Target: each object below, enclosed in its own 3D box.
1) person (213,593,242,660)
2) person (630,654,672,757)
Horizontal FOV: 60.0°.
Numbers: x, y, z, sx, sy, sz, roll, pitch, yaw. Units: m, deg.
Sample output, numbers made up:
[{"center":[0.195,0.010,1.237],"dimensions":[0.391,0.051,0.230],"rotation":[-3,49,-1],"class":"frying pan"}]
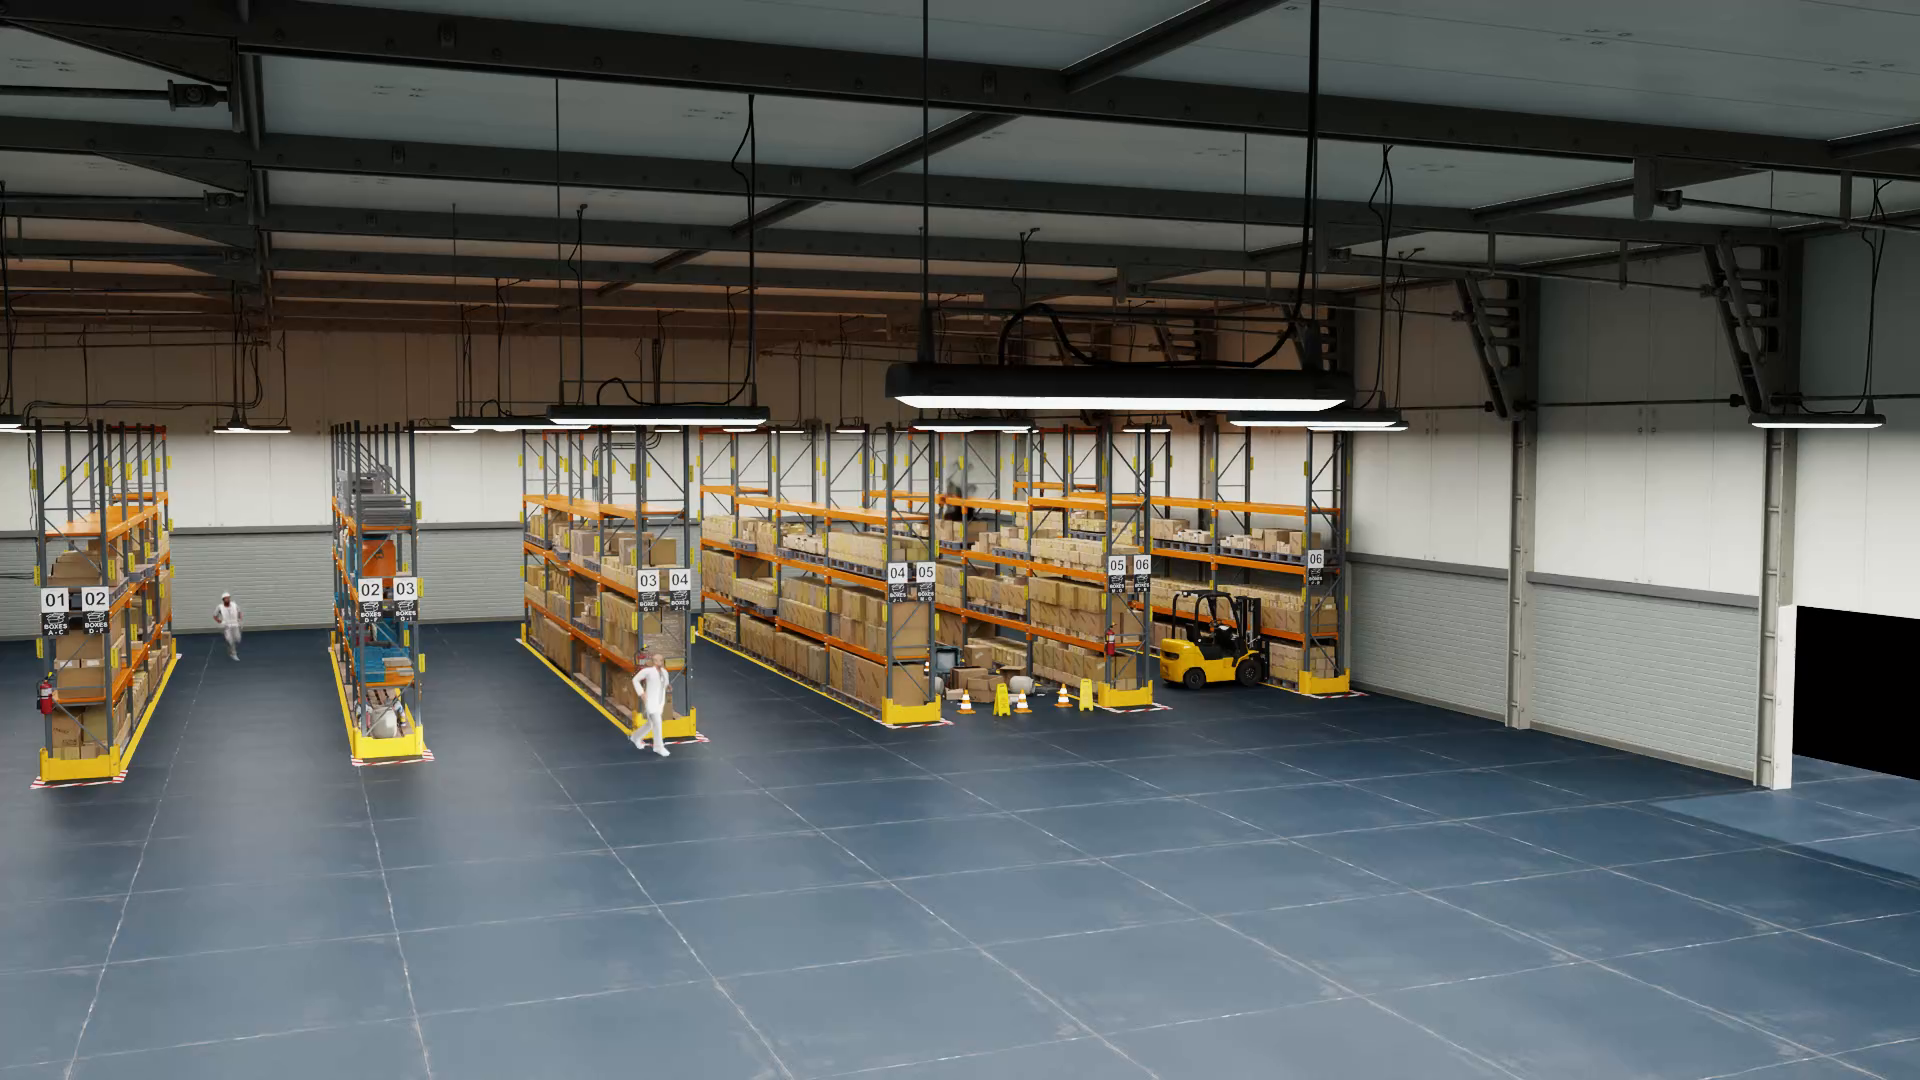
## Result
[{"center":[-18.689,2.209,42.479],"dimensions":[0.698,1.716,0.613],"rotation":[-3,4,-37],"class":"person"},{"center":[-5.531,2.957,30.116],"dimensions":[1.030,1.772,0.735],"rotation":[2,4,30],"class":"person"}]
